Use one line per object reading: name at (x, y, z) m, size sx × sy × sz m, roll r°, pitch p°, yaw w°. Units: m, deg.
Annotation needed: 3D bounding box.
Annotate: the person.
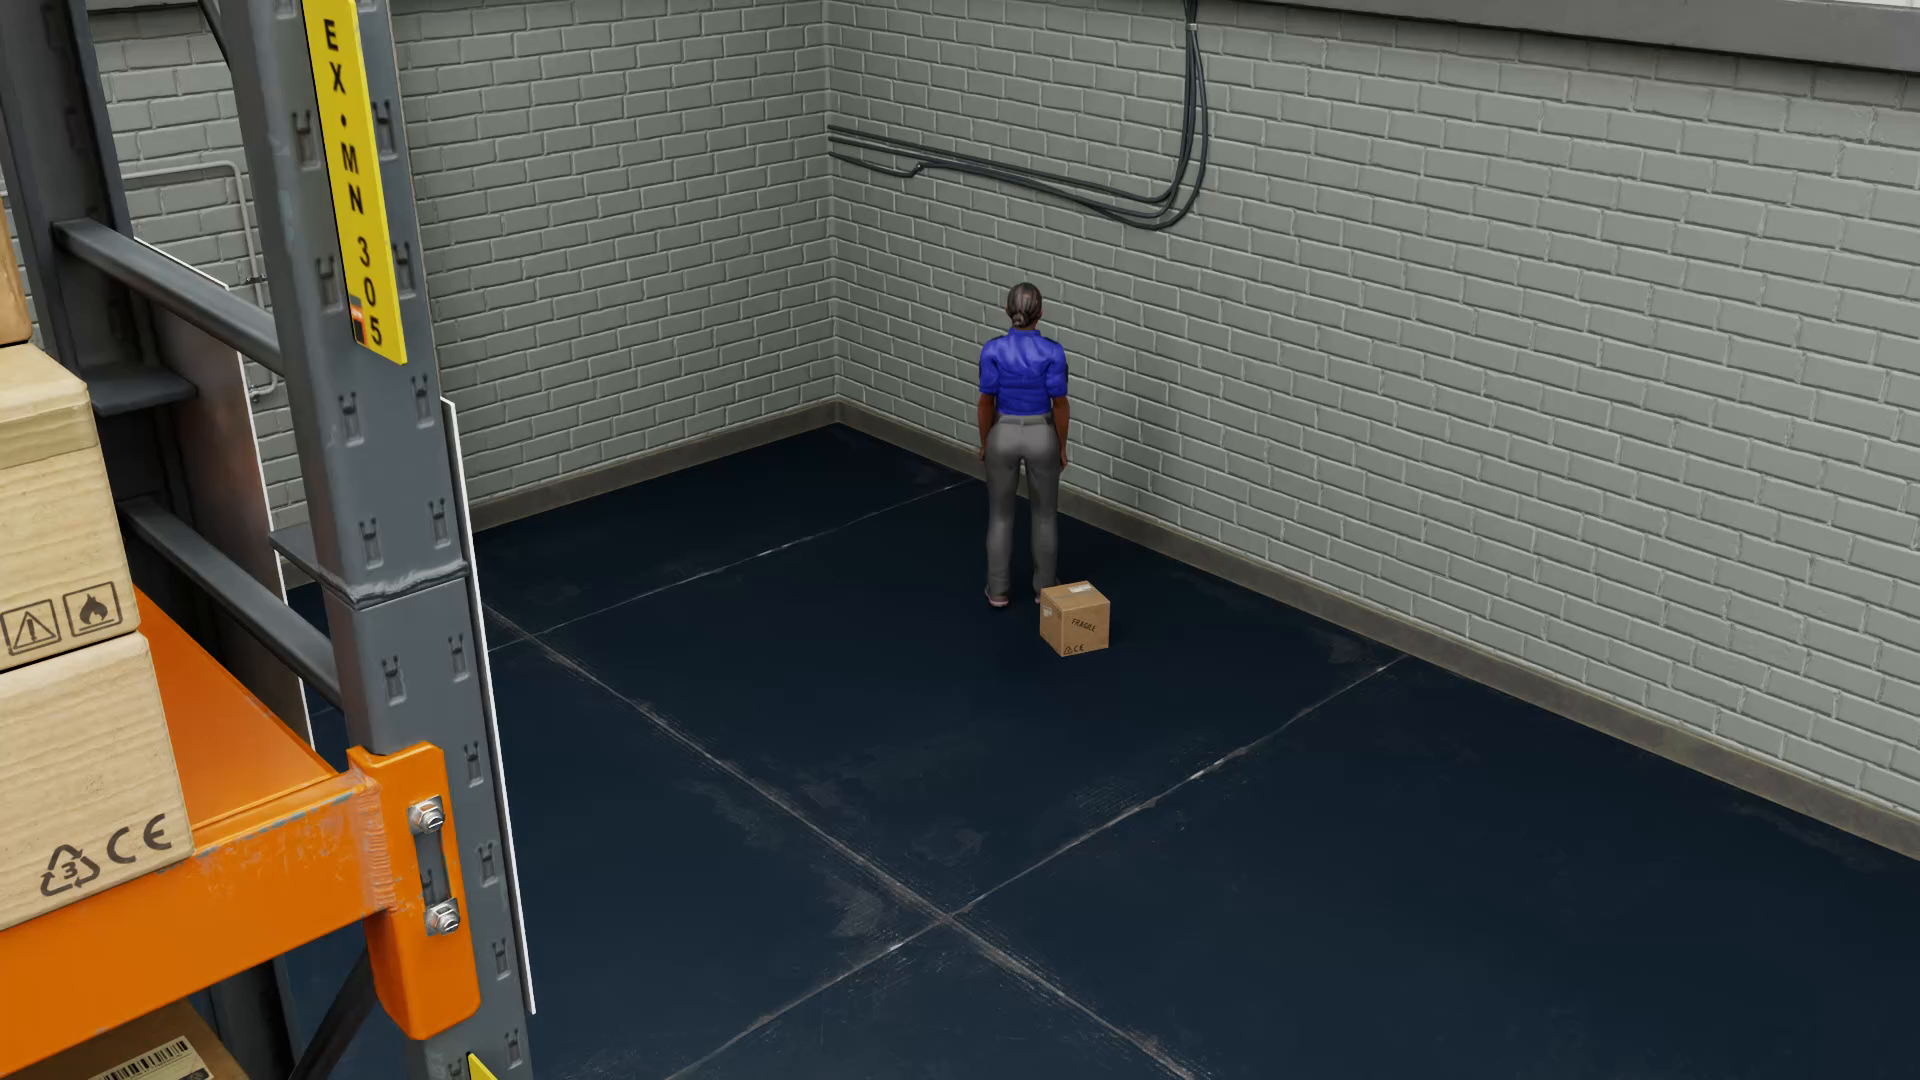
person at (0.310, -0.459, 8.117) m, size 0.442 × 1.665 × 0.353 m, roll 2°, pitch 25°, yaw 4°
